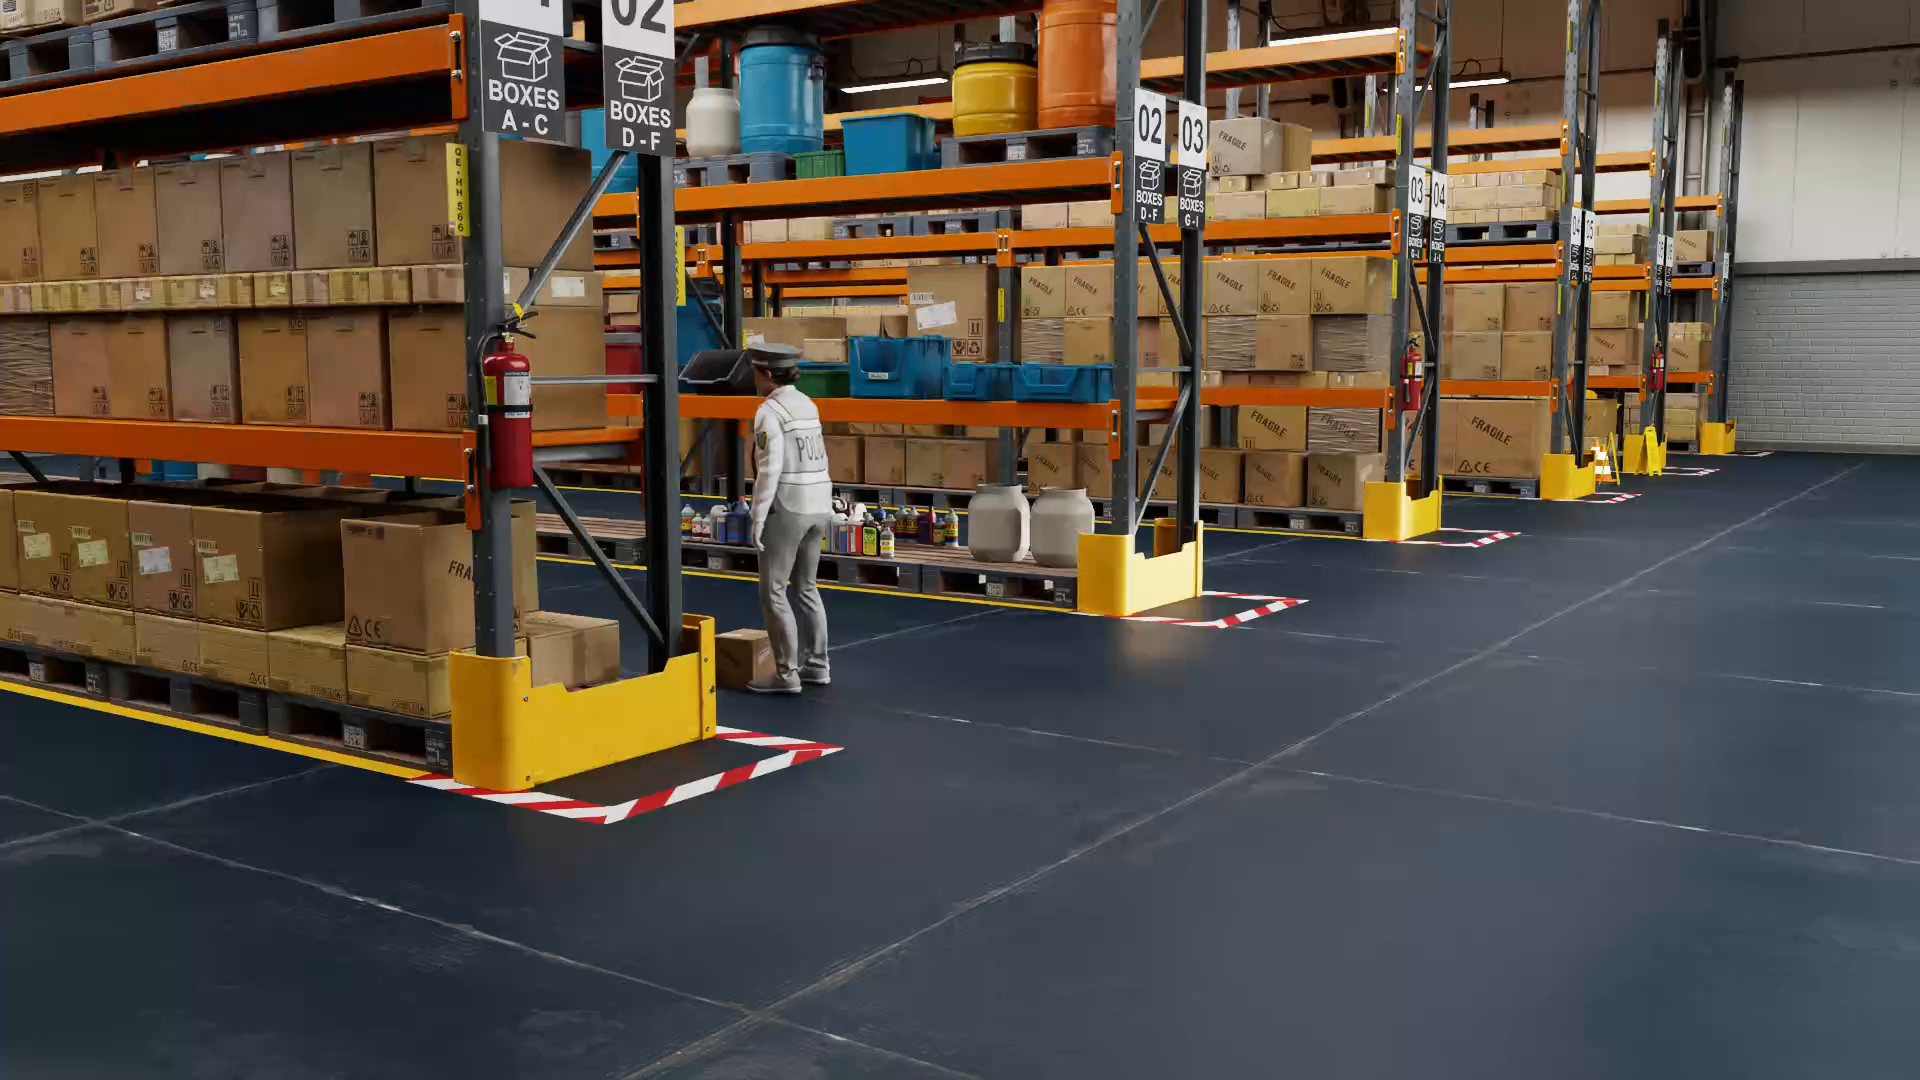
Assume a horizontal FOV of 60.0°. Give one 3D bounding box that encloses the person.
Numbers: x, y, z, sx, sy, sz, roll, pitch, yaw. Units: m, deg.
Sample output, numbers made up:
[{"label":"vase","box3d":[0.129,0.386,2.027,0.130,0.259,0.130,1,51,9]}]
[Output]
[{"label":"person","box3d":[-0.819,-0.107,7.932,0.373,1.665,0.549,3,7,28]}]
